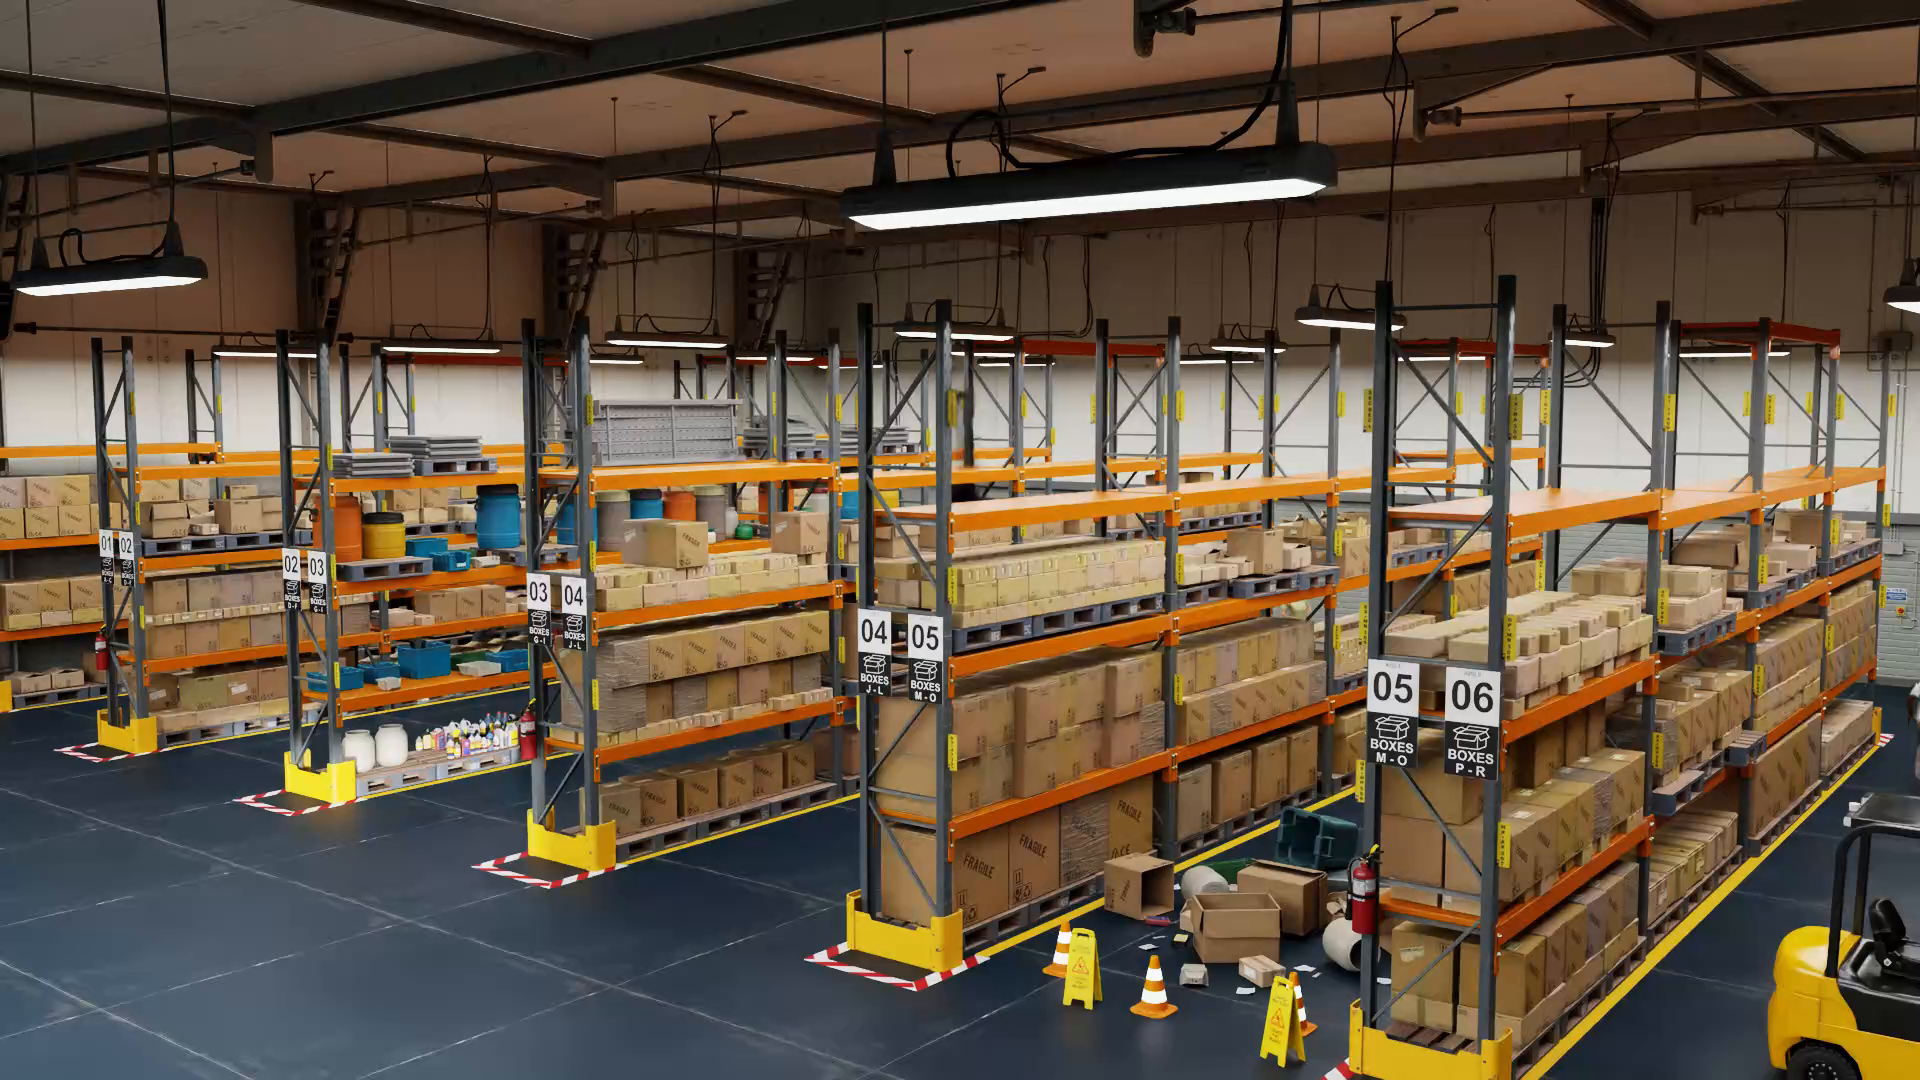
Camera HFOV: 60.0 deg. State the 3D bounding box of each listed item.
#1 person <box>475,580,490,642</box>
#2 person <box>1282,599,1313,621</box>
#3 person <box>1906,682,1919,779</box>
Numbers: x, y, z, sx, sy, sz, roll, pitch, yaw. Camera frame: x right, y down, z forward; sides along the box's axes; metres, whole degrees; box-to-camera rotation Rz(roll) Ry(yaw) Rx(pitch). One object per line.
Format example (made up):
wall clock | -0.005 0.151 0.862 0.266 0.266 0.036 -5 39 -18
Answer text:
person | -9.190 1.576 32.039 0.561 1.606 0.562 4 6 39
person | 6.361 1.650 31.381 0.618 1.651 0.715 -1 5 -13
person | 12.929 2.412 22.140 0.551 1.648 0.664 4 6 36
